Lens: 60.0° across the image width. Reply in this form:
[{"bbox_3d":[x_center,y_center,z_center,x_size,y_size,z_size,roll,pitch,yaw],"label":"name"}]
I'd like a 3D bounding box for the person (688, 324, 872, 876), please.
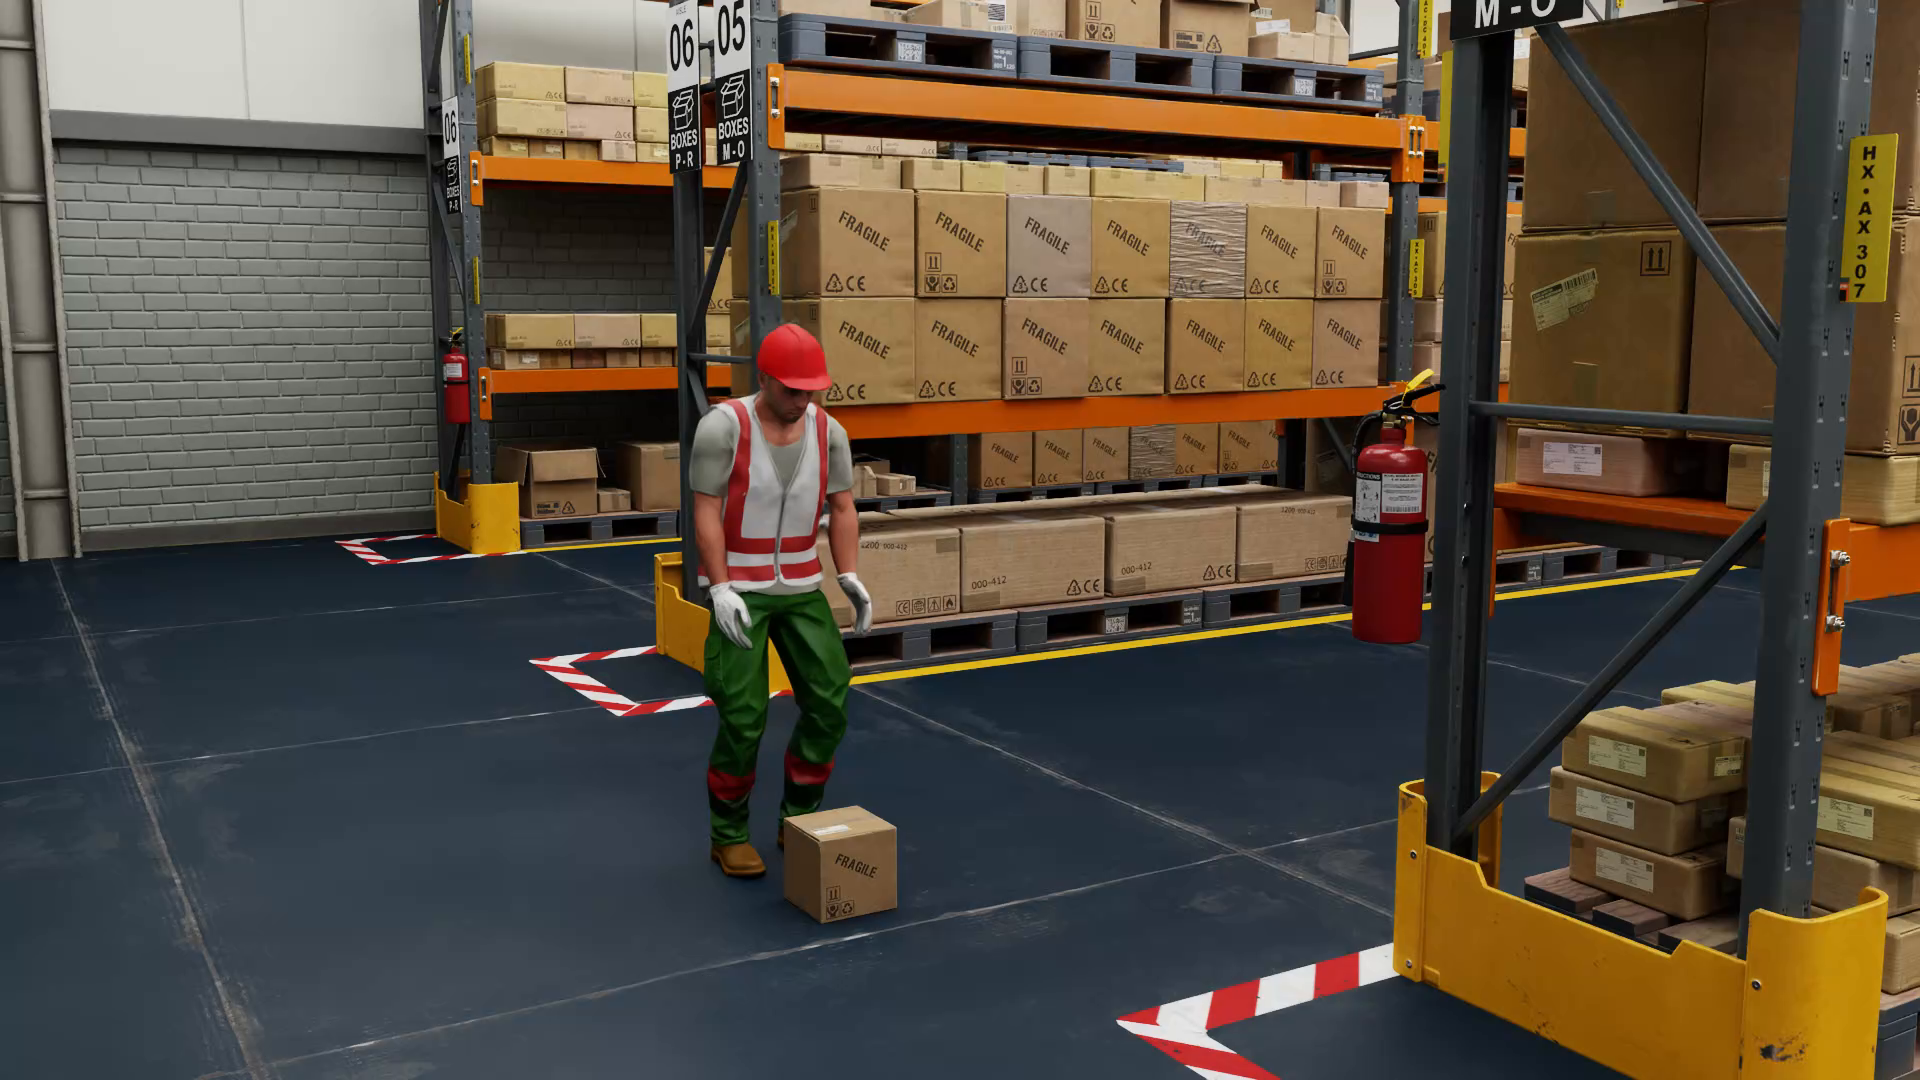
[{"bbox_3d":[-0.564,0.181,5.233,0.551,1.712,0.496,-5,9,-29],"label":"person"}]
